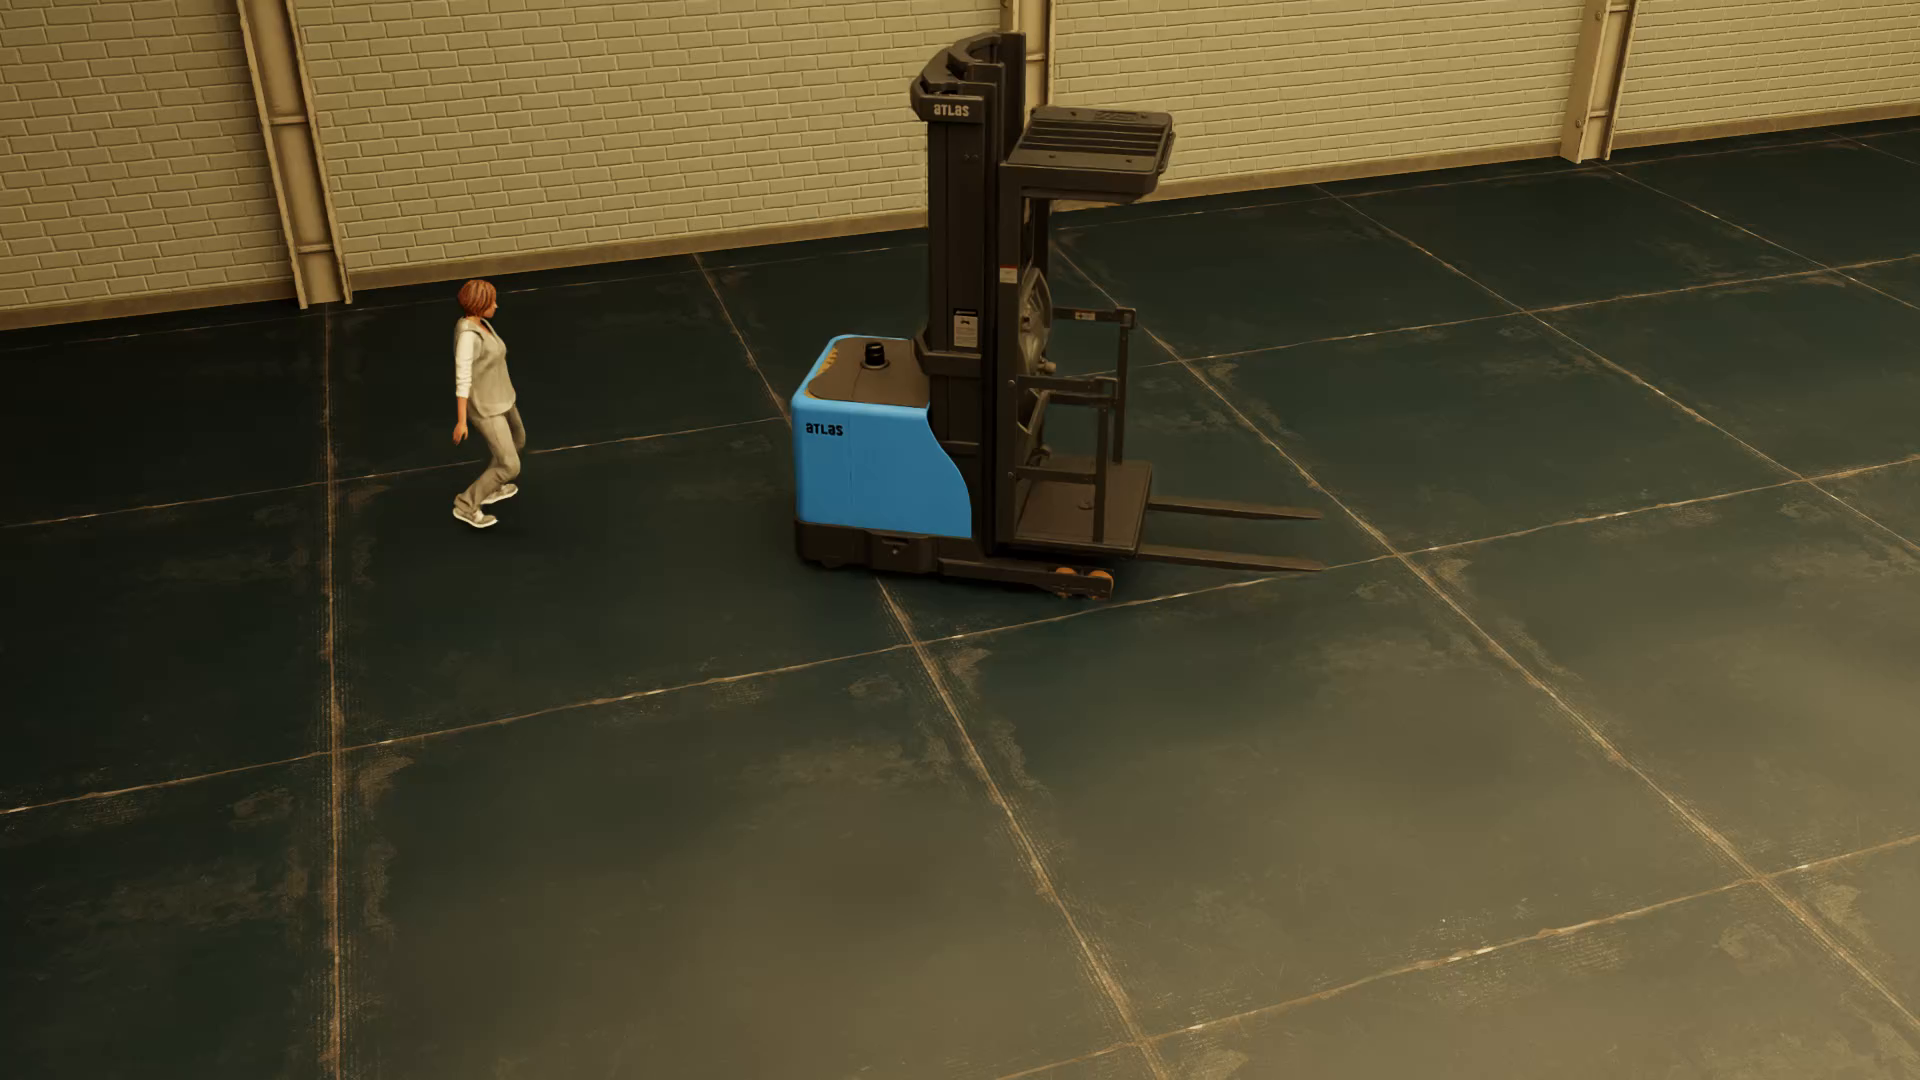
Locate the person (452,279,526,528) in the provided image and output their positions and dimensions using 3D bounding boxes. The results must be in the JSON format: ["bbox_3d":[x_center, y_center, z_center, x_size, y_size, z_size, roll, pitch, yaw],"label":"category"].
[{"bbox_3d":[-2.852,-0.792,9.890,0.449,1.521,0.744,0,30,-1],"label":"person"}]

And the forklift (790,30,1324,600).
[{"bbox_3d":[0.604,-1.217,9.203,3.031,2.935,1.130,6,30,9],"label":"forklift"}]
